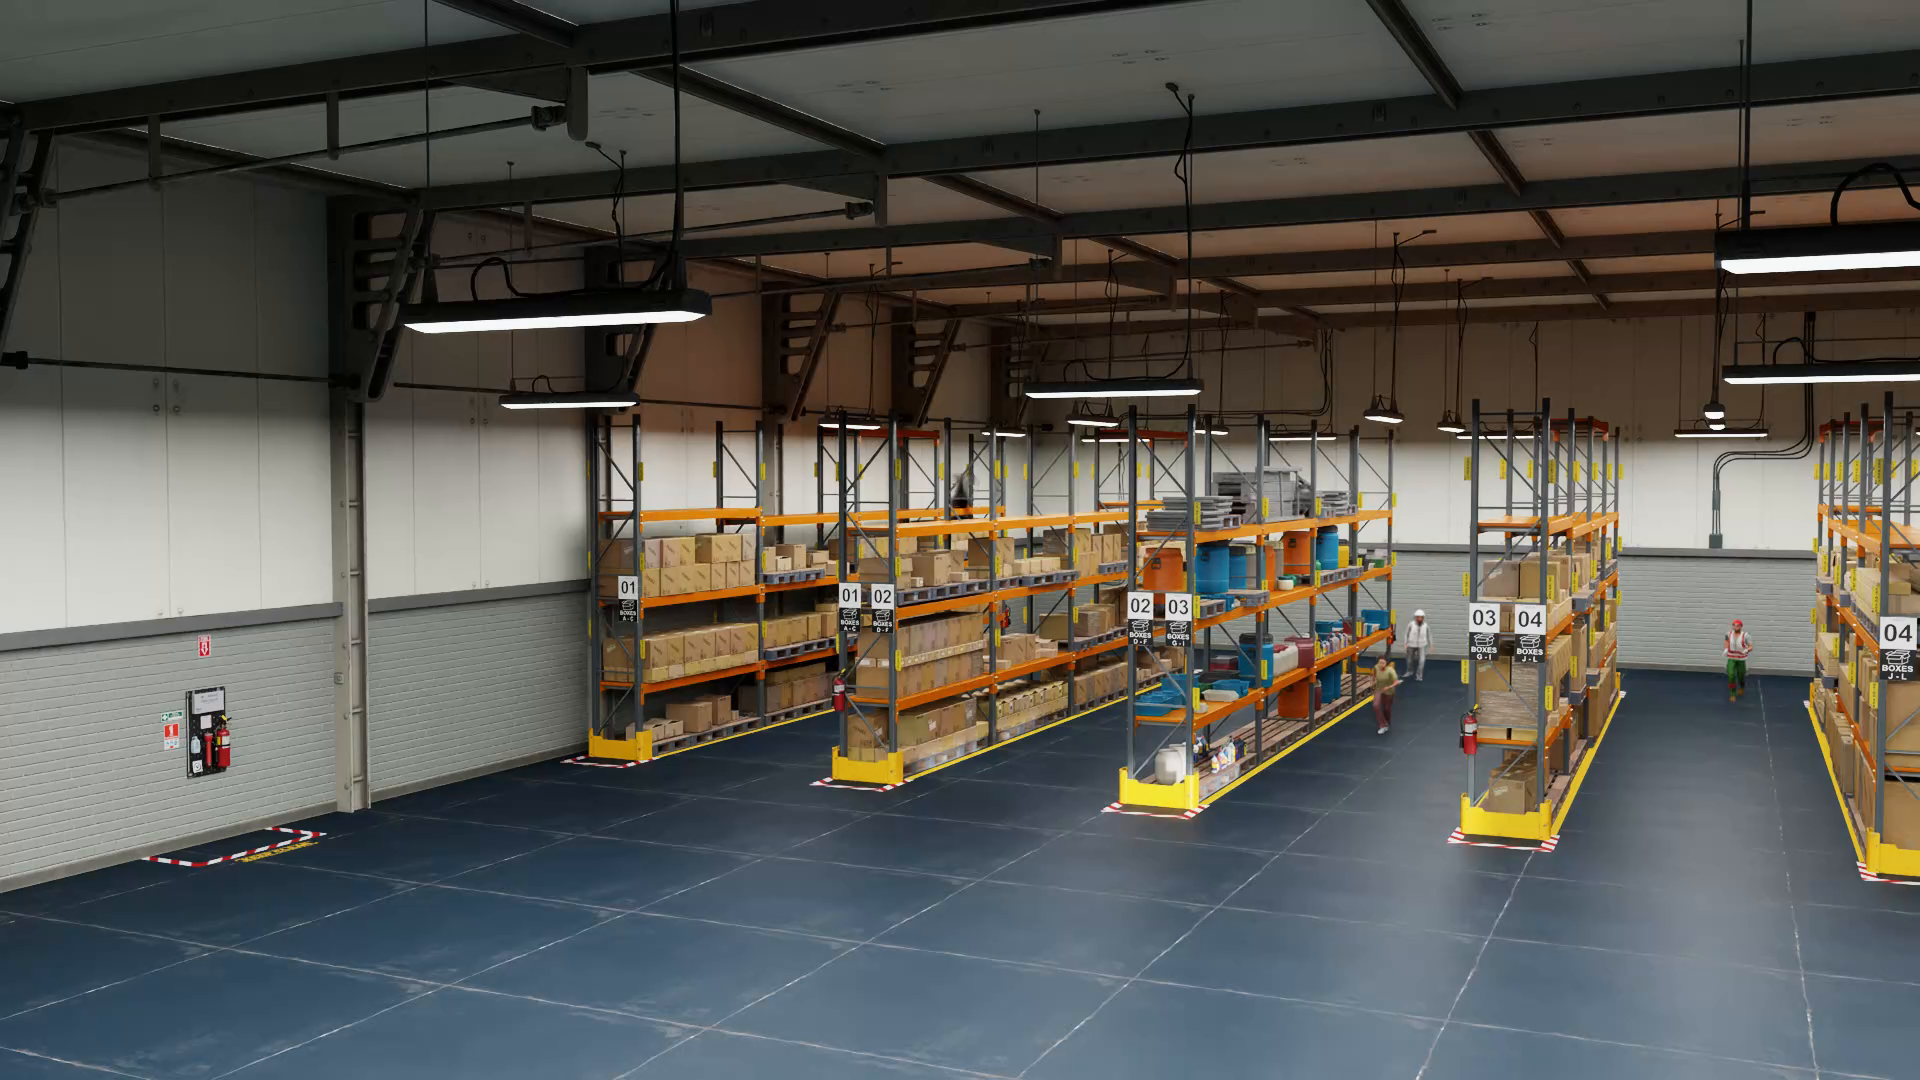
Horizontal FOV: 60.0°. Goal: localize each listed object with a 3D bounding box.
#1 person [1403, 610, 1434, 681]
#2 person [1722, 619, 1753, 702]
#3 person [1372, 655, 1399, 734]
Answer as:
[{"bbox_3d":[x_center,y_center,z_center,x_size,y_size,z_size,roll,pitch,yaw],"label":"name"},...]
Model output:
[{"bbox_3d":[10.982,2.517,39.924,0.704,1.714,0.812,0,2,5],"label":"person"},{"bbox_3d":[17.017,2.615,36.384,0.613,1.785,0.992,1,3,31],"label":"person"},{"bbox_3d":[8.173,2.918,31.857,0.585,1.512,1.014,1,3,28],"label":"person"}]
